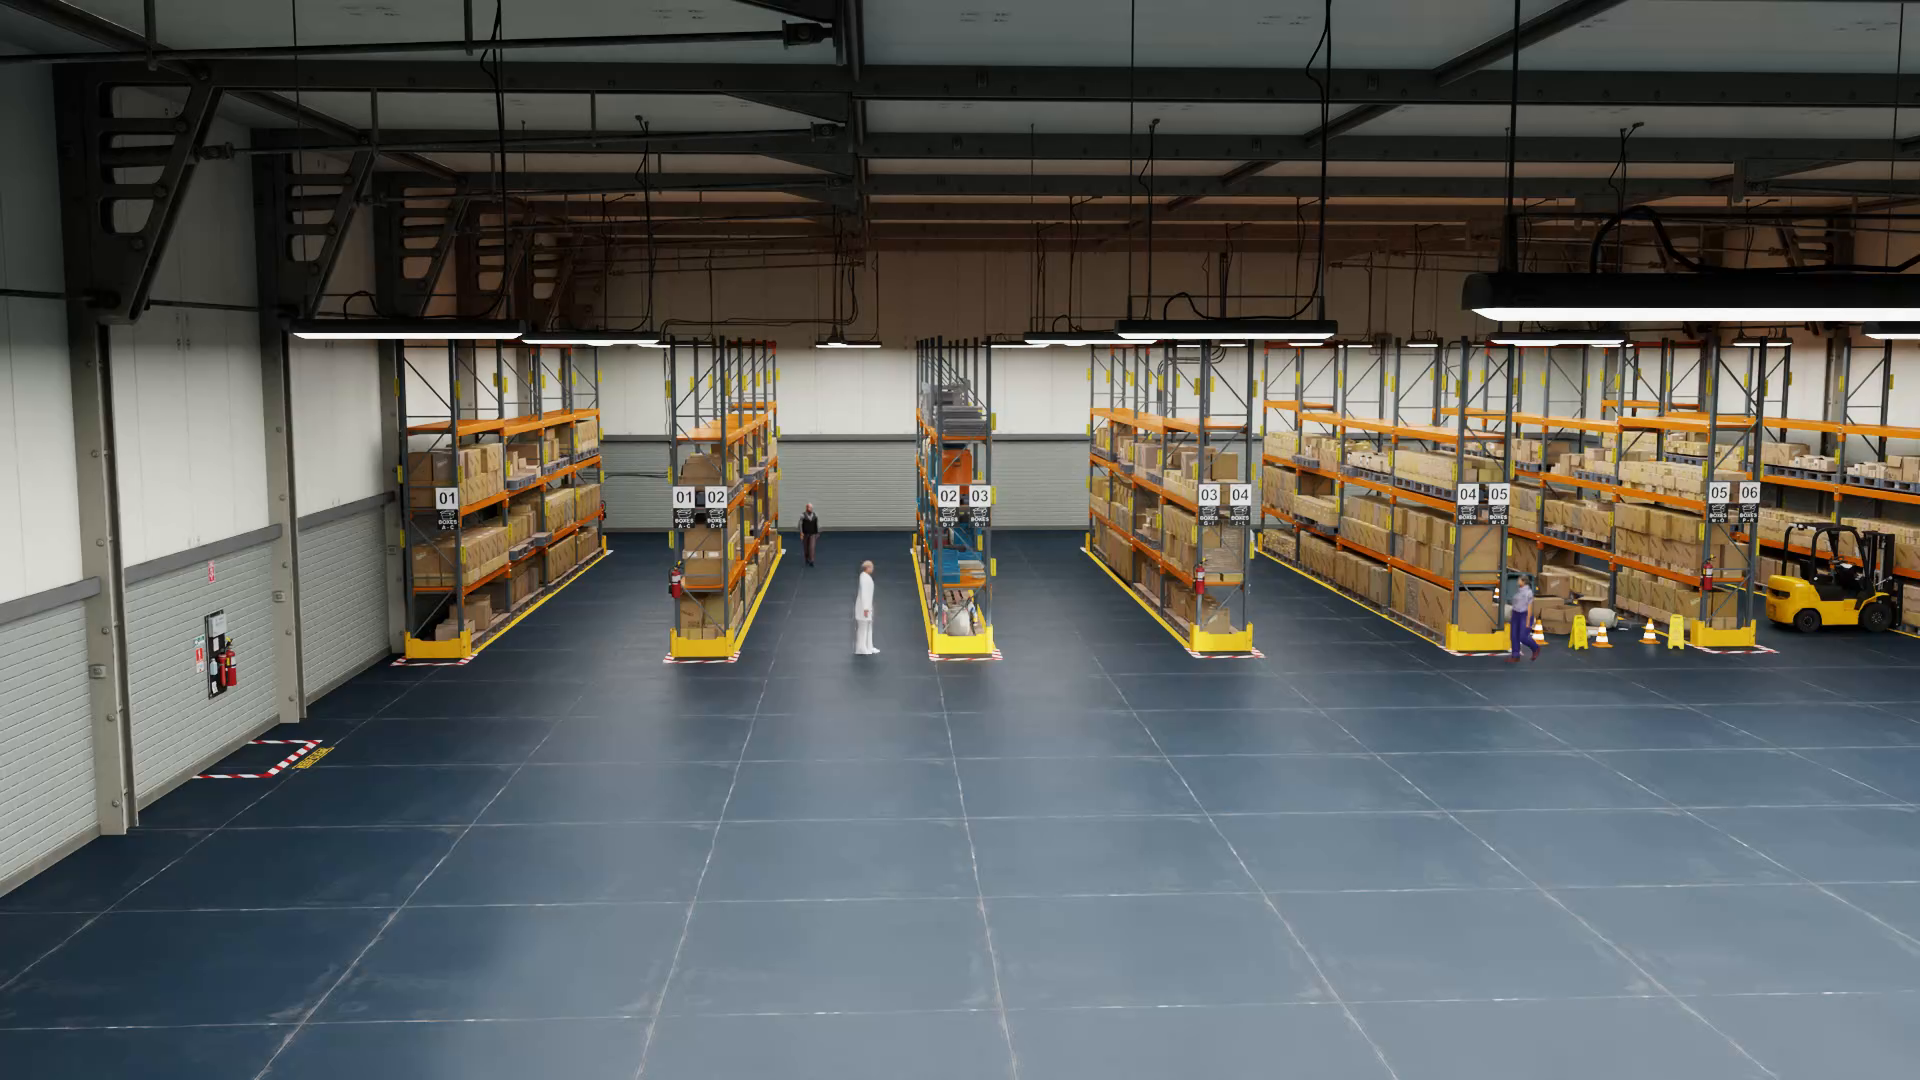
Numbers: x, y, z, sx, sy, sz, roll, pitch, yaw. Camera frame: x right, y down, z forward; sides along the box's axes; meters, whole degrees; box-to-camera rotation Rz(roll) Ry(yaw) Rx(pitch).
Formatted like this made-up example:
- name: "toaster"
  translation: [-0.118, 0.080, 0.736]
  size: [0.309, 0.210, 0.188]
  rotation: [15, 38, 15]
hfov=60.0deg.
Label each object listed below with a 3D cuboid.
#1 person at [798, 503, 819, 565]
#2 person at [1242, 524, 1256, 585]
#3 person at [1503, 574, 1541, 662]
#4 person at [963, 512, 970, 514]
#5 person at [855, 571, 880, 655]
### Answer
- name: "person"
  translation: [-4.040, -0.175, 44.421]
  size: [0.522, 1.636, 0.847]
  rotation: [0, 6, 1]
- name: "person"
  translation: [7.013, 0.323, 40.716]
  size: [0.450, 1.593, 0.531]
  rotation: [1, 7, 12]
- name: "person"
  translation: [10.363, 1.439, 30.521]
  size: [0.584, 1.638, 0.490]
  rotation: [-3, 7, -25]
- name: "person"
  translation: [0.085, -0.740, 49.371]
  size: [0.575, 1.738, 1.026]
  rotation: [5, 8, 37]
- name: "person"
  translation: [-1.756, 1.377, 31.451]
  size: [0.460, 1.599, 0.617]
  rotation: [0, 6, 2]
